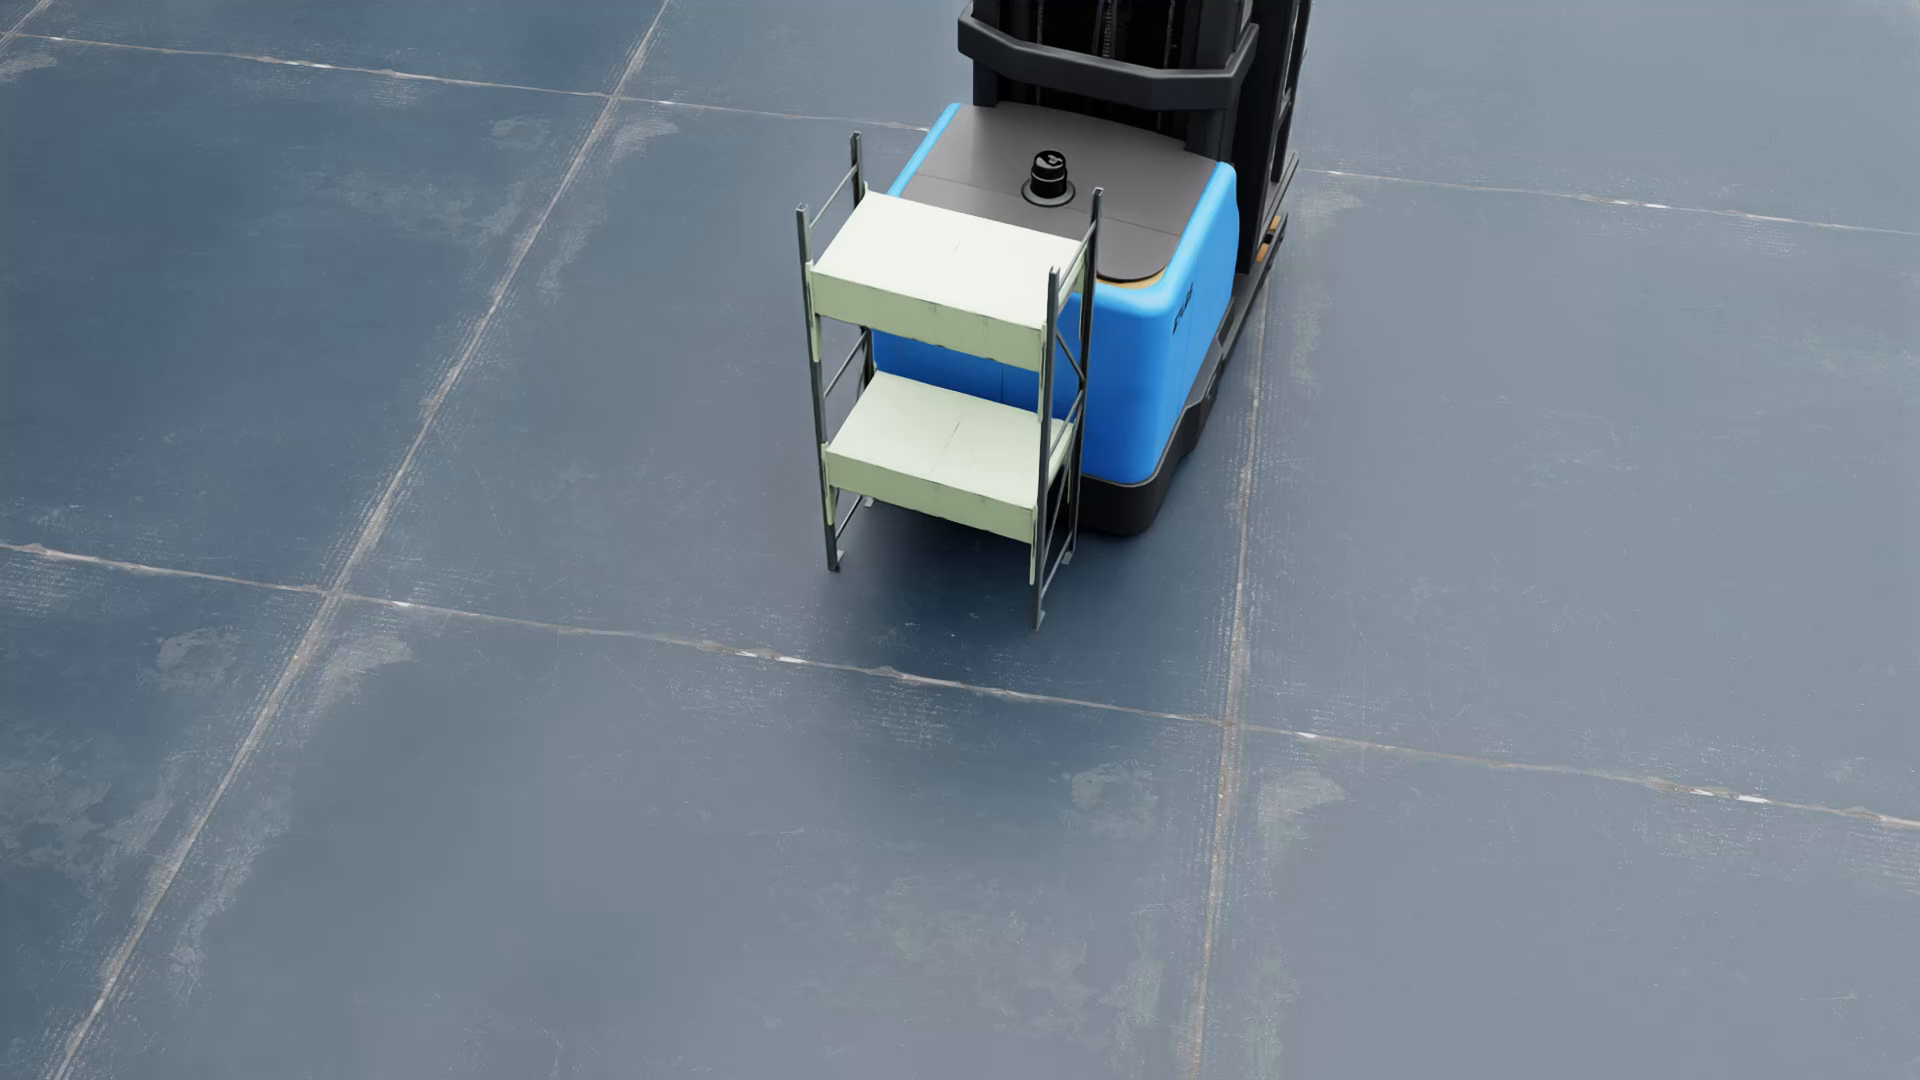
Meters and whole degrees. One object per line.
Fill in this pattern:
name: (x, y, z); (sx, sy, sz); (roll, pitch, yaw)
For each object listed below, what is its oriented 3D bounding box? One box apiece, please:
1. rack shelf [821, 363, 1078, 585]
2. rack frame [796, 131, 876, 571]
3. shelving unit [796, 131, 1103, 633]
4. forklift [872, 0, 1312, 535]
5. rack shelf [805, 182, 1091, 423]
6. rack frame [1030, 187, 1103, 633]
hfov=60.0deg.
rack shelf: (-0.026, -0.219, 5.377); (0.720, 0.370, 0.431); (16, 50, 14)
rack frame: (-0.366, -0.537, 5.224); (0.023, 1.500, 0.400); (16, 50, 14)
shelving unit: (-0.026, -0.437, 5.134); (0.755, 1.500, 0.431); (16, 50, 14)
forklift: (0.688, -2.114, 5.679); (1.130, 2.935, 3.031); (16, 50, 14)
rack shelf: (-0.026, -0.698, 4.844); (0.720, 0.370, 0.431); (16, 50, 14)
rack frame: (0.315, -0.337, 5.045); (0.023, 1.500, 0.400); (16, 50, 14)
